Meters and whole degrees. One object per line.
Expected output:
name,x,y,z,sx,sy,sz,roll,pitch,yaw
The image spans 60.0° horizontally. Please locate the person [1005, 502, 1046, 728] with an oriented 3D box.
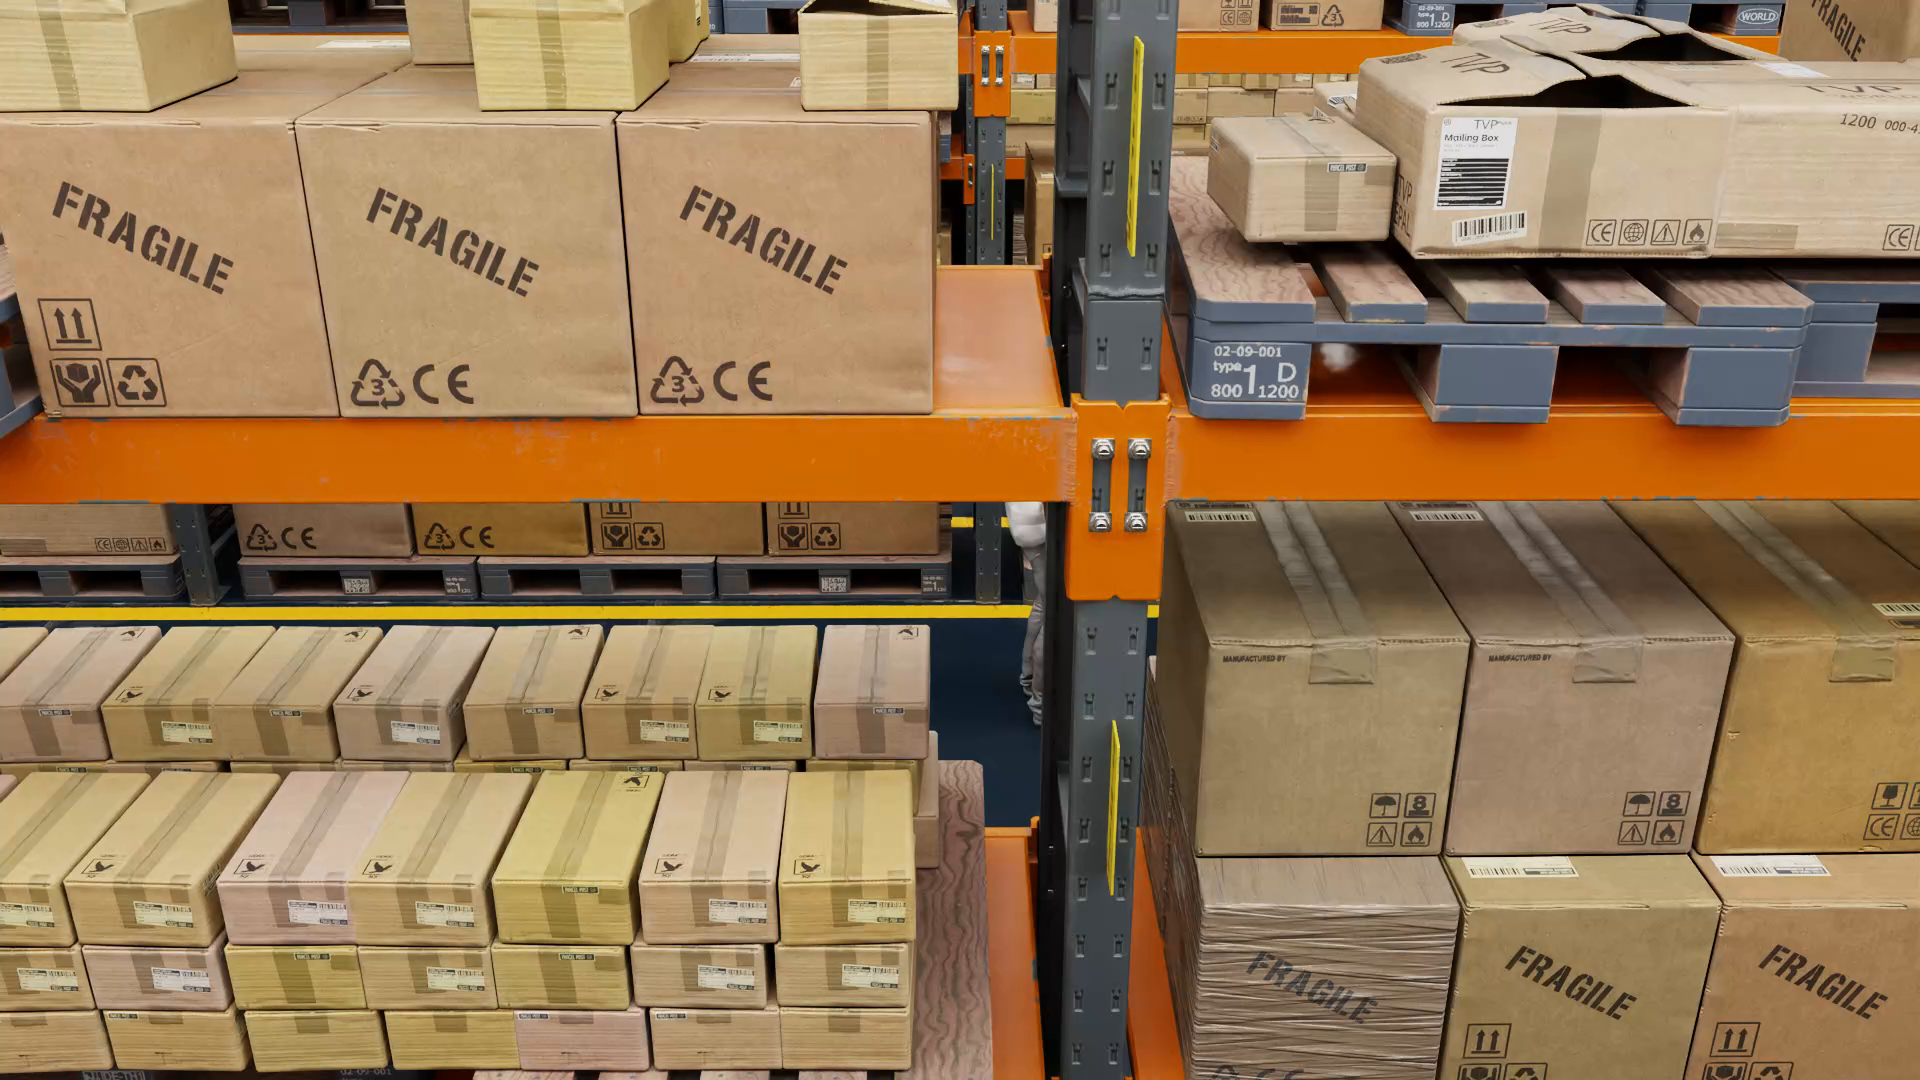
person,0.424,-0.054,7.206,0.458,1.757,0.626,-2,24,-5
